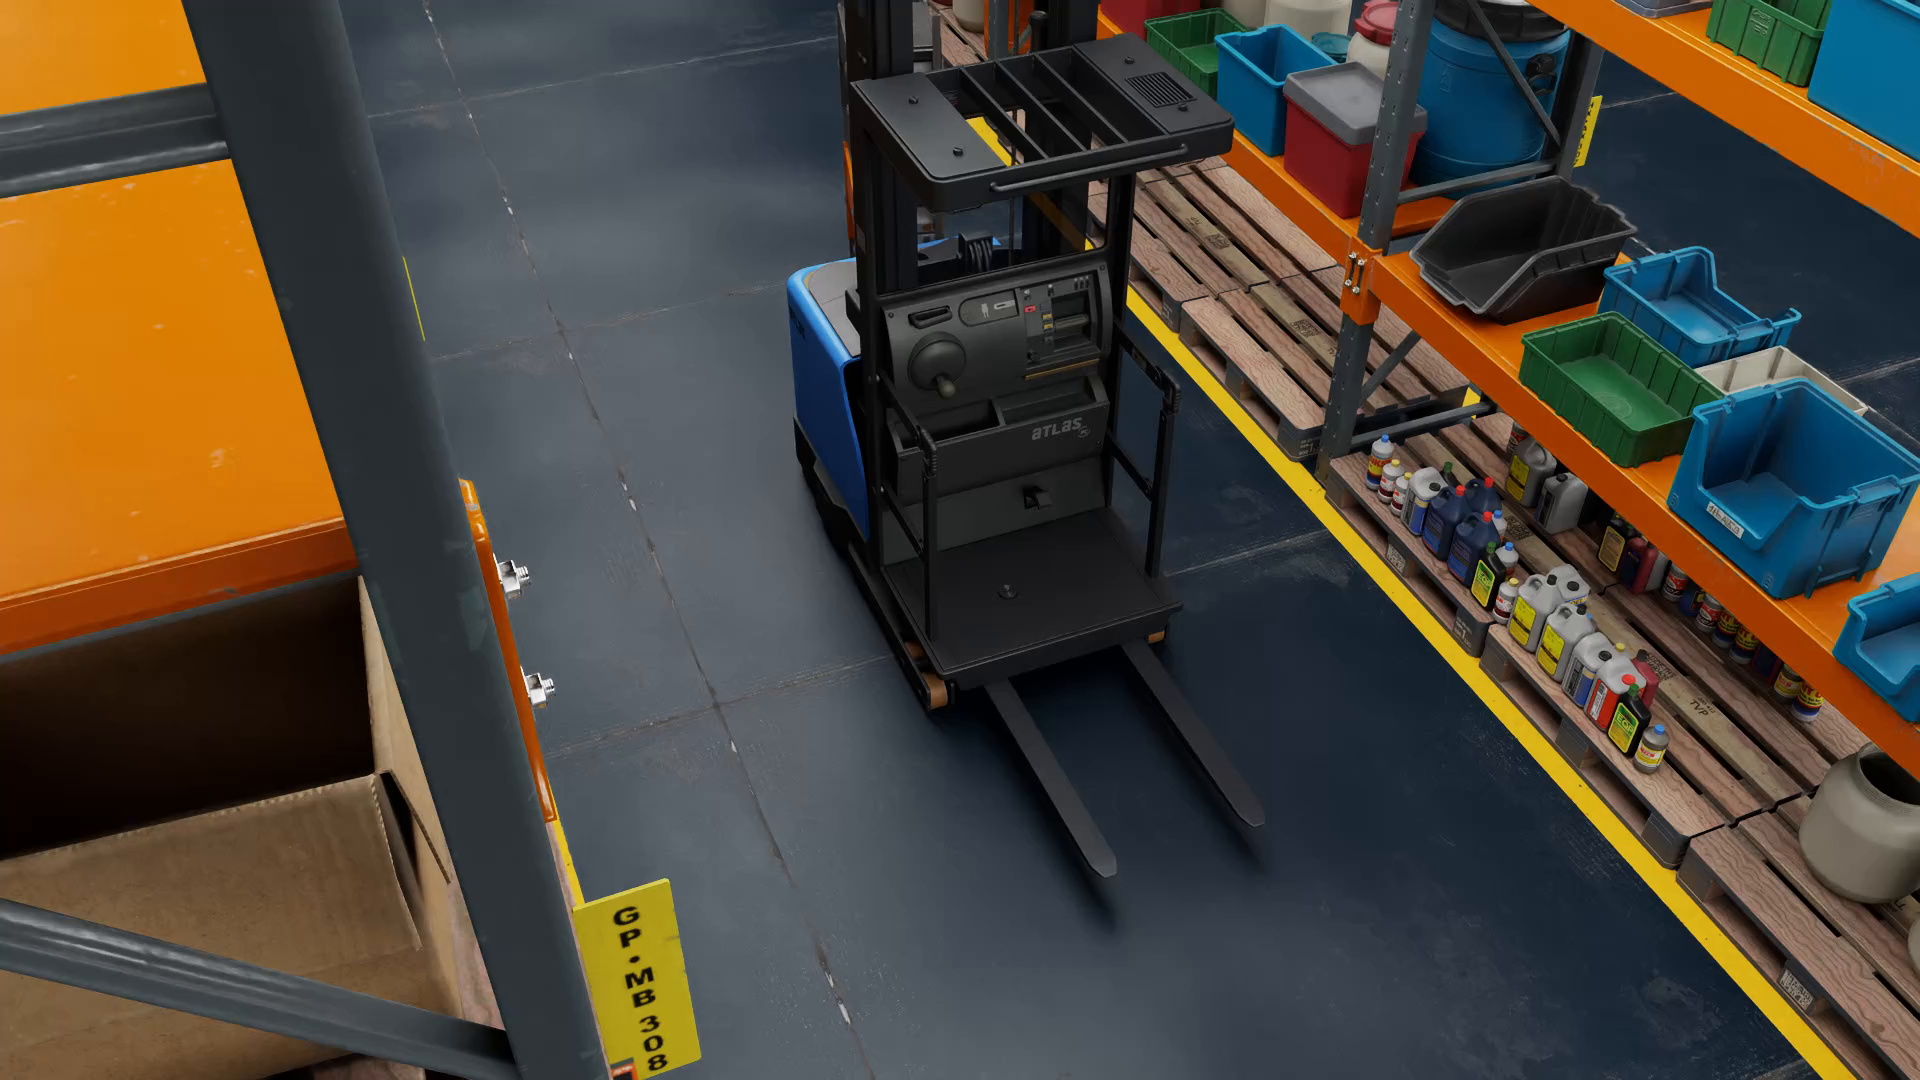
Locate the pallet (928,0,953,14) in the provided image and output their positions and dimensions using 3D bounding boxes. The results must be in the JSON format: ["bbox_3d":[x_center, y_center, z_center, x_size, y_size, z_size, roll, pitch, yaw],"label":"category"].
[{"bbox_3d":[-0.143,-4.080,12.252,1.003,0.211,1.213,-15,43,-17],"label":"pallet"}]

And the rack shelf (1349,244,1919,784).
[{"bbox_3d":[2.956,-0.052,5.980,1.077,0.370,4.000,-15,43,-17],"label":"rack shelf"}]

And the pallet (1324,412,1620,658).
[{"bbox_3d":[2.409,-0.057,7.574,1.003,0.211,1.213,-15,43,-17],"label":"pallet"}]

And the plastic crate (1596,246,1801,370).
[{"bbox_3d":[2.865,-0.874,6.499,0.499,0.251,0.616,-15,43,-17],"label":"plastic crate"}]

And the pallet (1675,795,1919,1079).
[{"bbox_3d":[3.343,1.412,5.864,1.003,0.211,1.213,-15,43,-17],"label":"pallet"}]

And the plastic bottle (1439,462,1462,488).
[{"bbox_3d":[2.155,-0.204,7.351,0.061,0.283,0.133,-15,43,-17],"label":"plastic bottle"}]

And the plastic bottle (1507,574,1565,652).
[{"bbox_3d":[2.351,0.267,6.751,0.144,0.351,0.185,-15,43,-17],"label":"plastic bottle"}]

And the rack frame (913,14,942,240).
[{"bbox_3d":[-0.282,-1.407,7.695,0.400,2.100,0.015,-5,41,-6],"label":"rack frame"}]

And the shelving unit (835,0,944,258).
[{"bbox_3d":[-0.316,-1.565,7.878,0.431,2.100,0.503,-5,41,-6],"label":"shelving unit"}]

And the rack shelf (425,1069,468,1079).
[{"bbox_3d":[-1.622,0.044,3.568,1.077,0.370,4.000,-15,43,-17],"label":"rack shelf"}]

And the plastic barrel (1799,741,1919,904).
[{"bbox_3d":[3.207,0.985,5.809,0.421,0.512,0.421,0,41,0],"label":"plastic barrel"}]

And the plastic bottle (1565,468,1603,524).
[{"bbox_3d":[2.777,-0.261,7.365,0.144,0.351,0.185,-17,44,-19],"label":"plastic bottle"}]

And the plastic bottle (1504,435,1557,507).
[{"bbox_3d":[2.570,-0.340,7.458,0.144,0.351,0.185,-15,43,-17],"label":"plastic bottle"}]

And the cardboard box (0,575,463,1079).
[{"bbox_3d":[-1.073,0.377,2.120,0.797,0.503,0.637,-12,42,-14],"label":"cardboard box"}]

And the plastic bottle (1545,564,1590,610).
[{"bbox_3d":[2.478,0.244,6.836,0.152,0.276,0.135,-15,43,-17],"label":"plastic bottle"}]

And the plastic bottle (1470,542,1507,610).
[{"bbox_3d":[2.213,0.147,6.943,0.061,0.283,0.133,-13,42,-15],"label":"plastic bottle"}]

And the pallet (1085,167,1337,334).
[{"bbox_3d":[1.384,-1.672,9.451,1.003,0.211,1.213,-15,43,-17],"label":"pallet"}]

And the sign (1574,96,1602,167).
[{"bbox_3d":[2.703,-1.765,7.209,0.100,0.325,0.005,-15,43,-17],"label":"sign"}]

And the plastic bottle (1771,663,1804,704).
[{"bbox_3d":[3.276,0.542,6.547,0.097,0.201,0.097,0,41,0],"label":"plastic bottle"}]

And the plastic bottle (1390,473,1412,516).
[{"bbox_3d":[1.985,-0.212,7.423,0.097,0.201,0.097,0,41,0],"label":"plastic bottle"}]

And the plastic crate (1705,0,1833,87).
[{"bbox_3d":[2.543,-1.568,5.054,0.336,0.188,0.450,-15,43,-17],"label":"plastic crate"}]

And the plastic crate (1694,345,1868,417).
[{"bbox_3d":[3.046,-0.515,6.169,0.530,0.136,0.437,-15,43,-17],"label":"plastic crate"}]

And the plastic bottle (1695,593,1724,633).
[{"bbox_3d":[3.108,0.278,6.854,0.097,0.201,0.097,0,41,0],"label":"plastic bottle"}]

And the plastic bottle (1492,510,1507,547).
[{"bbox_3d":[2.283,-0.015,7.141,0.097,0.271,0.097,0,41,0],"label":"plastic bottle"}]

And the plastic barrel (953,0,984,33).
[{"bbox_3d":[0.159,-3.764,11.331,0.421,0.512,0.421,0,41,0],"label":"plastic barrel"}]

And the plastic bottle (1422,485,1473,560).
[{"bbox_3d":[2.116,-0.102,7.181,0.144,0.351,0.185,-14,43,-16],"label":"plastic bottle"}]

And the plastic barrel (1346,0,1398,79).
[{"bbox_3d":[2.027,-2.212,7.836,0.433,0.535,0.433,0,41,0],"label":"plastic barrel"}]

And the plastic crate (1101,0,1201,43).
[{"bbox_3d":[0.996,-2.914,8.707,0.402,0.464,0.583,-15,43,-17],"label":"plastic crate"}]

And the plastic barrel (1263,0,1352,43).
[{"bbox_3d":[1.746,-2.654,8.350,0.433,0.535,0.433,0,41,0],"label":"plastic barrel"}]

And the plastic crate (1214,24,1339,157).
[{"bbox_3d":[1.481,-2.111,7.835,0.392,0.384,0.575,-15,43,-17],"label":"plastic crate"}]

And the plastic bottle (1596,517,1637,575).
[{"bbox_3d":[2.815,0.001,7.113,0.061,0.283,0.133,-15,43,-17],"label":"plastic bottle"}]

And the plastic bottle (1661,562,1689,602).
[{"bbox_3d":[3.029,0.154,6.998,0.097,0.201,0.097,0,41,0],"label":"plastic bottle"}]

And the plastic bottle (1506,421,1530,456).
[{"bbox_3d":[2.617,-0.495,7.752,0.097,0.201,0.097,0,41,0],"label":"plastic bottle"}]

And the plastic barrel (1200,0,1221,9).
[{"bbox_3d":[1.412,-3.162,8.959,0.421,0.512,0.421,0,41,0],"label":"plastic barrel"}]

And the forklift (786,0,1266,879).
[{"bbox_3d":[0.241,-0.732,6.272,1.130,2.935,3.031,-15,43,-17],"label":"forklift"}]

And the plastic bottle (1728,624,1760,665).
[{"bbox_3d":[3.184,0.371,6.692,0.097,0.271,0.097,0,41,0],"label":"plastic bottle"}]

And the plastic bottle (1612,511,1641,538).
[{"bbox_3d":[2.900,-0.066,7.139,0.144,0.351,0.185,-15,43,-17],"label":"plastic bottle"}]

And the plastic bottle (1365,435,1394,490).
[{"bbox_3d":[1.908,-0.361,7.543,0.097,0.271,0.097,0,41,0],"label":"plastic bottle"}]

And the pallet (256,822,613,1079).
[{"bbox_3d":[-1.103,0.577,2.464,1.003,0.211,1.213,-15,43,-17],"label":"pallet"}]

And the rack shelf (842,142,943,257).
[{"bbox_3d":[-0.316,-1.555,7.887,0.431,0.518,0.480,-5,41,-6],"label":"rack shelf"}]

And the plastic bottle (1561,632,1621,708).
[{"bbox_3d":[2.489,0.507,6.531,0.152,0.276,0.135,-16,43,-18],"label":"plastic bottle"}]

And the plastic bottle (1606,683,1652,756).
[{"bbox_3d":[2.552,0.680,6.323,0.061,0.283,0.133,-14,43,-16],"label":"plastic bottle"}]

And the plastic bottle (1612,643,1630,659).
[{"bbox_3d":[2.597,0.492,6.604,0.097,0.201,0.097,0,41,0],"label":"plastic bottle"}]

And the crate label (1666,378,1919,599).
[{"bbox_3d":[2.767,-0.175,5.544,0.502,0.435,0.616,-15,43,-17],"label":"crate label"}]

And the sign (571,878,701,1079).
[{"bbox_3d":[-0.342,0.480,1.778,0.100,0.325,0.005,-15,43,-17],"label":"sign"}]

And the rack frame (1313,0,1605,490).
[{"bbox_3d":[2.191,-1.530,7.147,1.000,3.000,0.127,-15,43,-17],"label":"rack frame"}]
